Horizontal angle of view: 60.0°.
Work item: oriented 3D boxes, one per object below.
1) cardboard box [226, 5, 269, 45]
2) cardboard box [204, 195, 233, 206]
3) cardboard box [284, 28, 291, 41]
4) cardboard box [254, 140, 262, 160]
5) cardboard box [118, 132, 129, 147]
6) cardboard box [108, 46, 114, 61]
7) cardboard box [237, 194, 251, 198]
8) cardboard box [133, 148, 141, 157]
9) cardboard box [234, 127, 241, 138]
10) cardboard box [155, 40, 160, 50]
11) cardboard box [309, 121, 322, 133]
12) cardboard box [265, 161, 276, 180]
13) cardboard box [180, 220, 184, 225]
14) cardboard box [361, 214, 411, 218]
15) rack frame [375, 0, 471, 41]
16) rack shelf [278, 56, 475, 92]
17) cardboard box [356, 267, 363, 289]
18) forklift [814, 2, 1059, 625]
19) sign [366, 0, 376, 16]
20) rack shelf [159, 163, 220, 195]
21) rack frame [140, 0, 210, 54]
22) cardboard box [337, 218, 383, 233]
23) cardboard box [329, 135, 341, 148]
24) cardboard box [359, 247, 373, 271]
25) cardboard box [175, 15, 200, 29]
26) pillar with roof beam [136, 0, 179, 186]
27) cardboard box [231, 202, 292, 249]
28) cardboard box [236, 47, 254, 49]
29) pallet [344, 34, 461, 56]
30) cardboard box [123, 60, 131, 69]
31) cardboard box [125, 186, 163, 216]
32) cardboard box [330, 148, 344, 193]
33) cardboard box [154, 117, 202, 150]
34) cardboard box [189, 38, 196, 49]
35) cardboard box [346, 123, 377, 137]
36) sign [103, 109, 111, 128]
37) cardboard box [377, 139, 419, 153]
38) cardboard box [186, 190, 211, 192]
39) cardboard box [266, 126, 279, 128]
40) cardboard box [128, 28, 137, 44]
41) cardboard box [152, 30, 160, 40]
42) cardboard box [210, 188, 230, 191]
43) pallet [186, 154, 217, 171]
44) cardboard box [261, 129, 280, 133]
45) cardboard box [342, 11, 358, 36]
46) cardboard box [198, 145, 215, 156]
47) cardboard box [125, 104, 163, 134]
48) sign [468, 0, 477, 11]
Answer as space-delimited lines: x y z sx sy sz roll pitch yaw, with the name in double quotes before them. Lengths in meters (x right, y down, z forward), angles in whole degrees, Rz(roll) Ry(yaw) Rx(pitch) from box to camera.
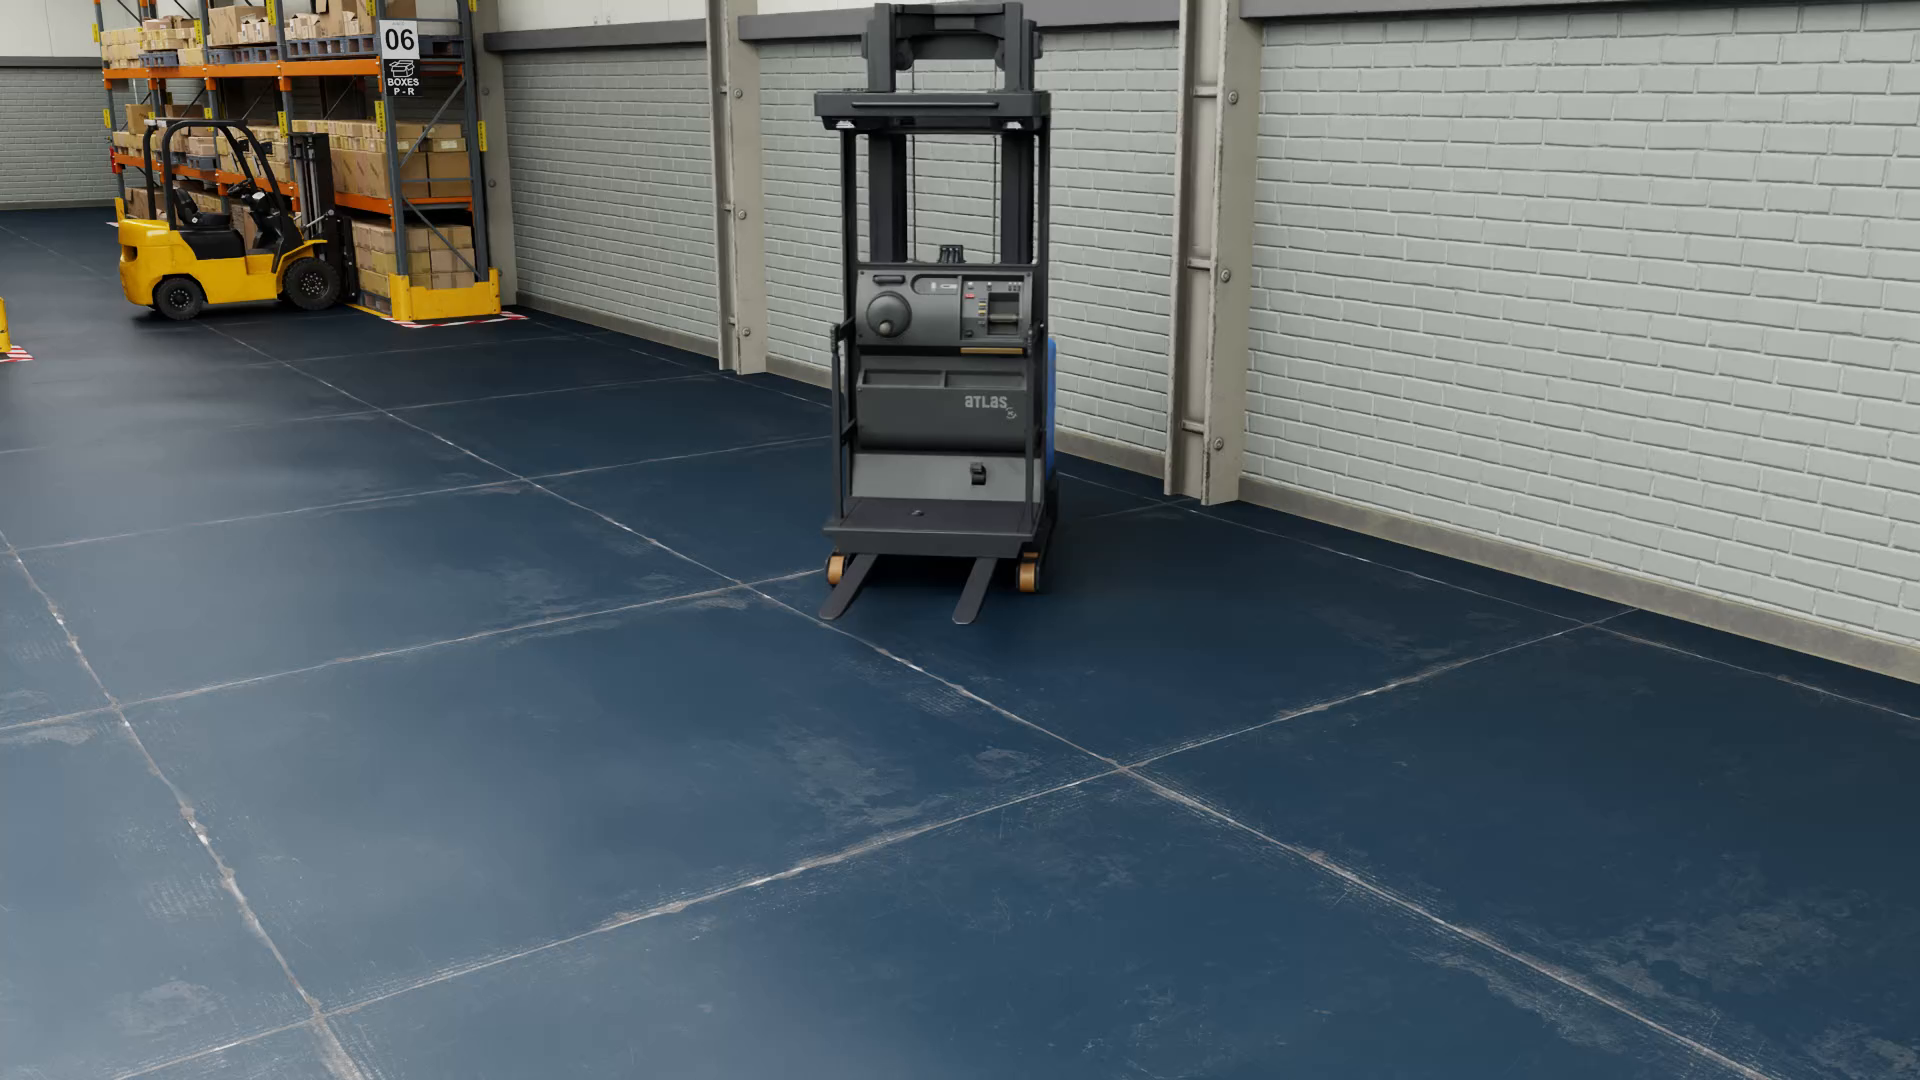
"cardboard box" -9.708 -7.044 22.775 0.500 0.500 0.500 -10 18 -33
"cardboard box" -11.601 -5.317 26.032 0.380 0.149 0.250 -11 19 -35
"cardboard box" -8.166 -6.288 20.675 0.380 0.149 0.250 -10 18 -33
"cardboard box" -9.284 -5.307 22.621 0.500 0.250 0.500 -10 18 -33
"cardboard box" -14.894 -7.241 30.072 0.500 0.250 0.500 -11 19 -34
"cardboard box" -14.884 -8.692 29.690 0.500 0.250 0.500 -10 18 -33
"cardboard box" -11.213 -5.400 26.335 0.380 0.149 0.250 -11 19 -36
"cardboard box" -14.380 -6.847 29.385 0.380 0.149 0.250 -10 18 -33
"cardboard box" -10.093 -5.794 23.645 0.380 0.149 0.250 -11 19 -34
"cardboard box" -12.431 -7.795 26.185 0.380 0.149 0.250 -11 19 -35
"cardboard box" -7.784 -5.079 20.468 0.380 0.149 0.250 -10 18 -33
"cardboard box" -8.992 -4.955 22.283 0.500 0.250 0.500 -11 19 -35
"cardboard box" -12.464 -5.309 27.230 0.500 0.500 0.500 -11 19 -35
"cardboard box" -7.141 -3.922 20.741 0.500 0.250 0.500 -11 19 -34
"rack frame" -5.832 -6.894 17.716 1.000 3.000 0.127 -11 19 -35
"rack shelf" -7.008 -5.527 19.768 1.077 0.370 4.000 -11 19 -35
"cardboard box" -6.935 -3.143 19.792 0.500 0.250 0.500 -11 19 -34
"forklift" -0.106 -1.234 8.531 1.130 2.935 3.031 2 15 7
"sign" -6.279 -5.754 17.709 0.100 0.325 0.005 -11 19 -35
"rack shelf" -11.712 -5.788 26.405 1.077 0.370 4.000 -11 19 -35
"rack frame" -12.888 -9.456 27.079 1.000 3.000 0.127 -11 19 -35
"cardboard box" -7.257 -3.732 20.049 0.500 0.250 0.500 -11 19 -36
"cardboard box" -7.316 -4.773 19.915 0.380 0.149 0.250 -11 19 -36
"cardboard box" -6.657 -3.282 19.350 0.500 0.250 0.500 -11 19 -35
"cardboard box" -12.470 -8.376 26.958 0.396 0.266 0.258 -11 19 -35
"pillar with roof beam" -19.578 -10.358 30.373 9.100 9.000 0.400 -11 19 -35
"cardboard box" -10.180 -4.630 24.514 0.875 0.625 0.625 -10 18 -33
"cardboard box" -10.557 -7.390 24.742 0.380 0.149 0.250 -11 19 -34
"pallet" -6.227 -5.559 18.690 1.003 0.211 1.213 -11 19 -35
"cardboard box" -14.267 -8.243 28.805 0.380 0.149 0.250 -10 18 -33
"cardboard box" -14.957 -6.270 30.735 0.797 0.503 0.637 -12 19 -37
"cardboard box" -7.237 -4.440 19.926 0.500 0.500 0.500 -11 19 -34
"cardboard box" -12.784 -6.675 27.298 0.700 0.500 0.500 -10 18 -33
"cardboard box" -11.391 -7.478 25.063 0.380 0.149 0.250 -11 19 -35
"cardboard box" -6.888 -4.751 19.271 0.380 0.149 0.250 -10 18 -33
"sign" -15.678 -7.750 30.569 0.100 0.325 0.005 -11 19 -35
"cardboard box" -6.262 -4.392 18.521 0.380 0.149 0.250 -11 19 -34
"cardboard box" -12.506 -5.654 27.263 0.380 0.149 0.250 -12 19 -37
"cardboard box" -9.834 -5.928 24.135 0.380 0.149 0.250 -11 19 -35
"cardboard box" -13.685 -8.499 28.037 0.500 0.250 0.500 -11 19 -35
"cardboard box" -12.565 -7.993 26.343 0.380 0.149 0.250 -11 19 -35
"cardboard box" -12.279 -5.783 27.734 0.380 0.149 0.250 -11 19 -35
"pallet" -10.991 -5.750 25.264 1.213 0.211 1.003 -11 19 -35
"cardboard box" -9.197 -5.468 22.453 0.380 0.149 0.250 -11 19 -36
"cardboard box" -6.714 -5.817 18.734 0.396 0.266 0.258 -11 19 -34
"cardboard box" -11.232 -5.870 25.023 0.380 0.149 0.250 -10 18 -34
"cardboard box" -14.308 -7.390 29.196 0.500 0.500 0.500 -10 18 -33
"sign" -5.379 -5.991 18.297 0.100 0.325 0.005 -11 19 -35
